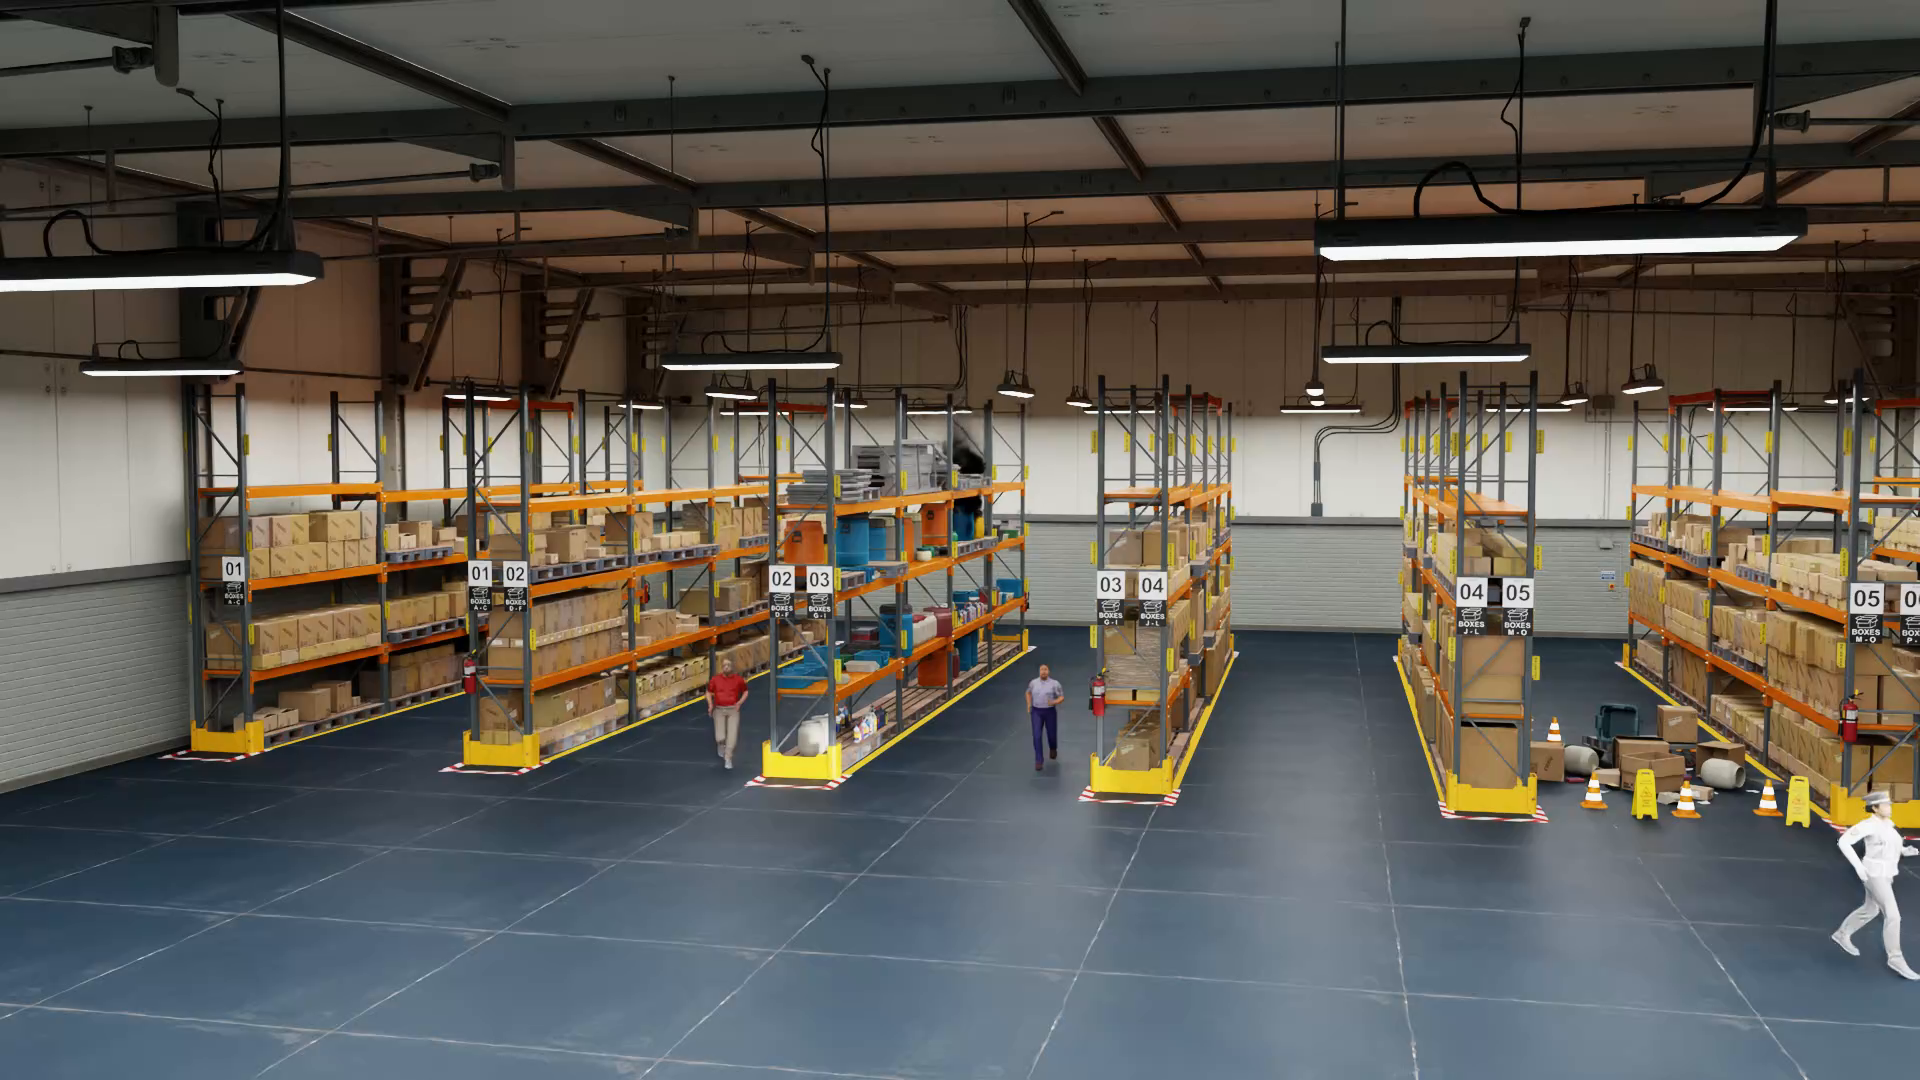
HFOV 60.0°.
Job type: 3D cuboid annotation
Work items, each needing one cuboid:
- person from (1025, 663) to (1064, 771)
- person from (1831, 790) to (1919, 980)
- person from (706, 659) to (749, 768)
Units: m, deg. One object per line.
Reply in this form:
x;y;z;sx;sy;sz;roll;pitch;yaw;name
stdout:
1.303;2.717;25.811;0.620;1.613;0.823;1;3;10;person
8.754;3.235;15.864;0.593;1.722;0.837;-3;4;-38;person
-3.623;2.687;25.908;0.664;1.684;0.602;0;3;-7;person
